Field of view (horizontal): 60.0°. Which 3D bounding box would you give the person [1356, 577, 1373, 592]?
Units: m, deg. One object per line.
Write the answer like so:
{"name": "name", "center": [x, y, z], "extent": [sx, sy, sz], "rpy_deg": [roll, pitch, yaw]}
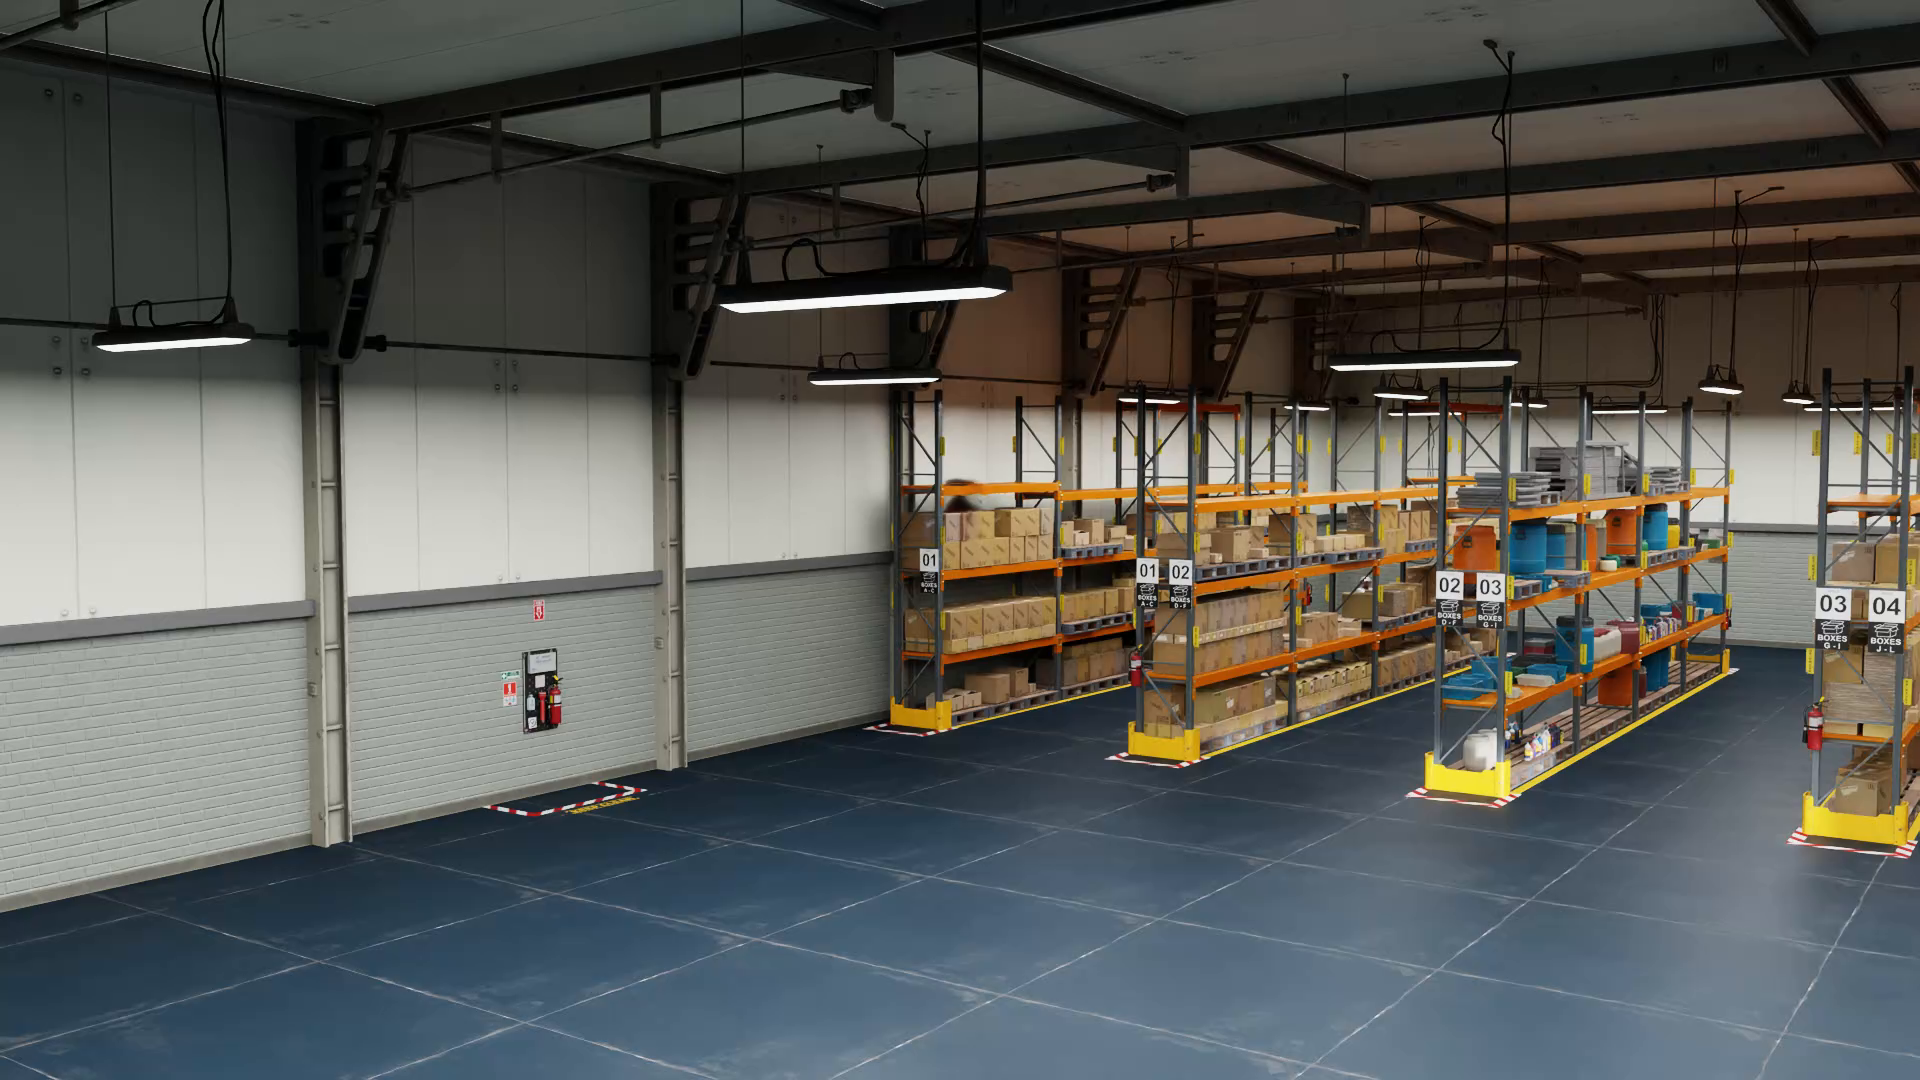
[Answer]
{"name": "person", "center": [10.057, 1.795, 41.131], "extent": [0.620, 1.793, 0.382], "rpy_deg": [0, 3, -8]}
